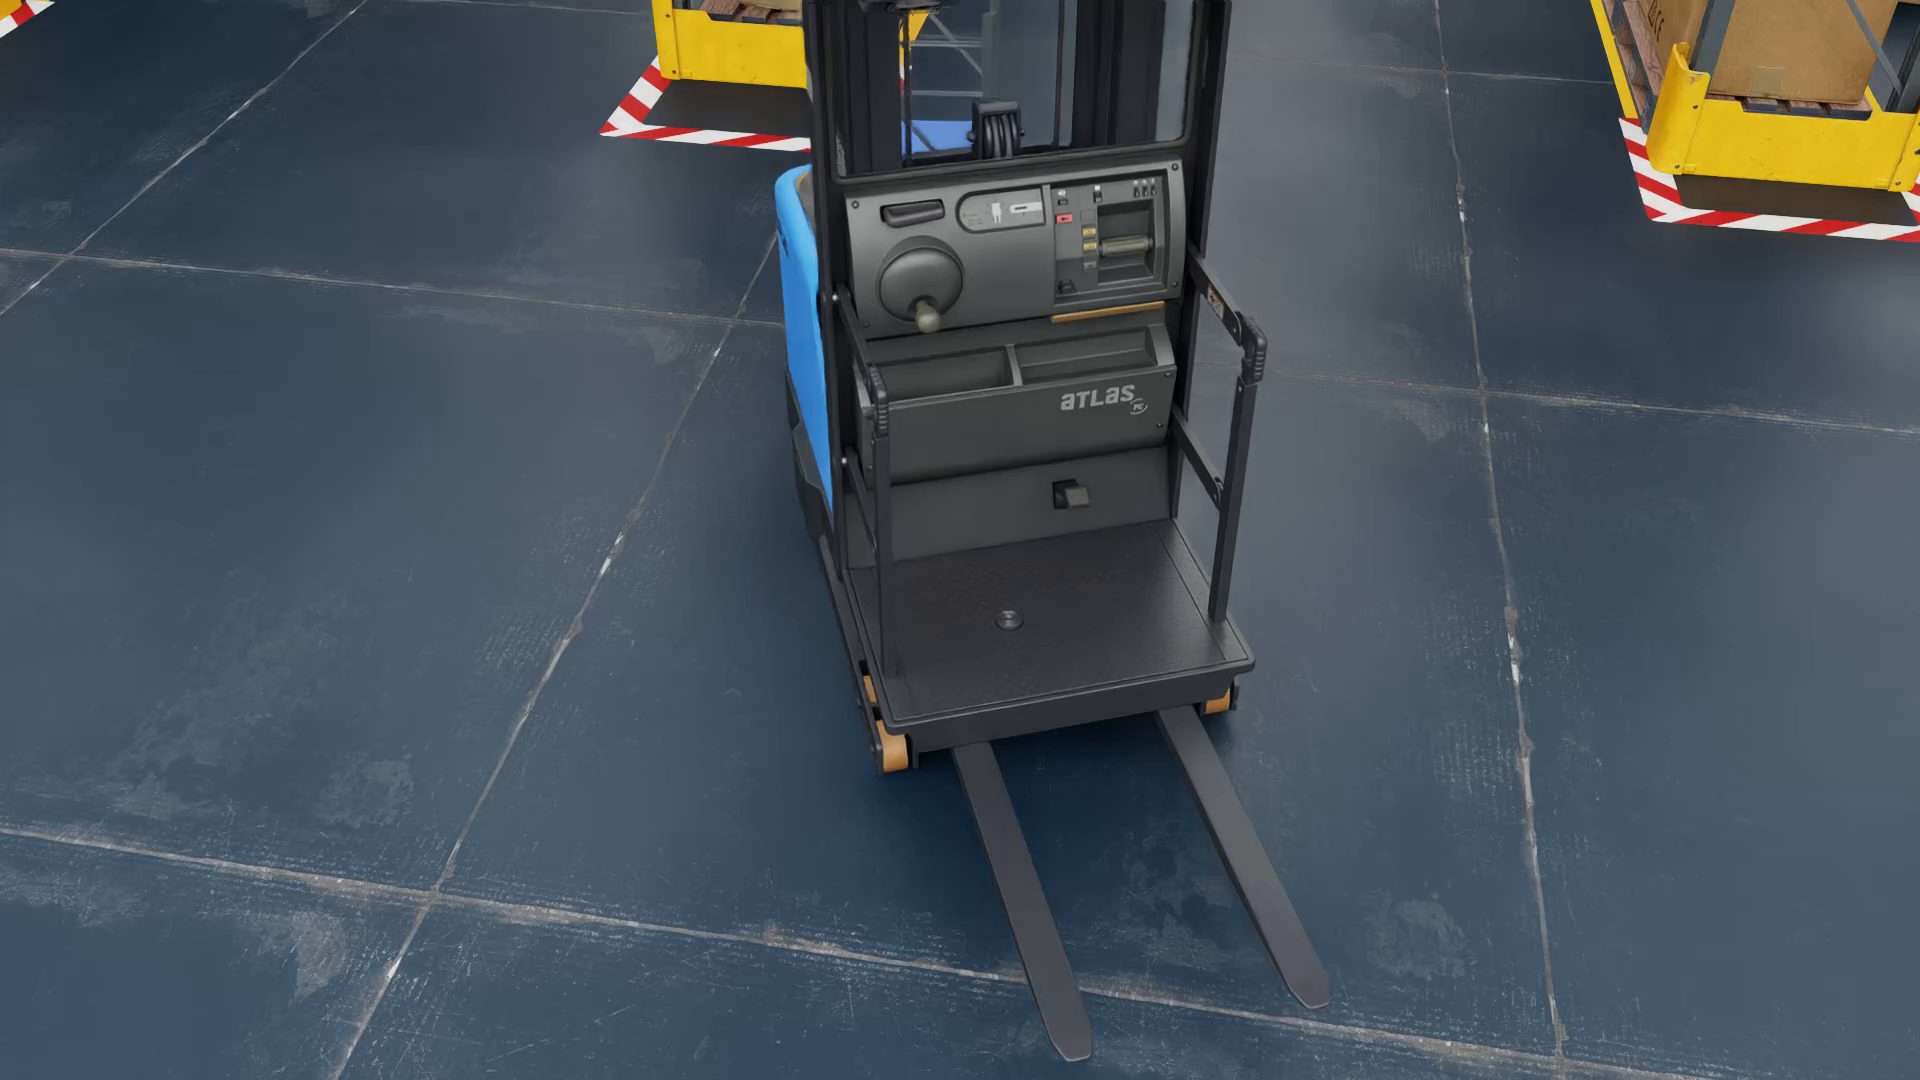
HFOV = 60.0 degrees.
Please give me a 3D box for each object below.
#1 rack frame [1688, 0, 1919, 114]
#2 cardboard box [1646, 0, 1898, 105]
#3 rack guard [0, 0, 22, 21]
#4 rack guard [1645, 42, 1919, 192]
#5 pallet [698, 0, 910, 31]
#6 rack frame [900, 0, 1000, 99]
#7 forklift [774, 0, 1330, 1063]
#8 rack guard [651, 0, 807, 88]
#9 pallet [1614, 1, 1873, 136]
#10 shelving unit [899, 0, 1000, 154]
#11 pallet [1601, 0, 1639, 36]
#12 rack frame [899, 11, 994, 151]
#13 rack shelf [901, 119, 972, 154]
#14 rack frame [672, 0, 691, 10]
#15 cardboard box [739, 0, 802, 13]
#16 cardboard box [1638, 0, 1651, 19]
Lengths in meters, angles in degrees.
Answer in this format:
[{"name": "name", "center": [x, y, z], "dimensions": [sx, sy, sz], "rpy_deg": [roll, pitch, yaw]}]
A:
[{"name": "rack frame", "center": [3.882, -2.949, 6.962], "dimensions": [1.000, 3.000, 0.127], "rpy_deg": [6, 40, 8]}, {"name": "cardboard box", "center": [3.934, -2.725, 8.029], "dimensions": [0.875, 0.875, 0.875], "rpy_deg": [7, 40, 8]}, {"name": "rack guard", "center": [-5.897, -3.195, 9.222], "dimensions": [1.175, 0.500, 0.348], "rpy_deg": [6, 40, 8]}, {"name": "rack guard", "center": [3.878, -1.970, 7.741], "dimensions": [1.175, 0.500, 0.348], "rpy_deg": [6, 40, 8]}, {"name": "pallet", "center": [-0.797, -3.038, 9.259], "dimensions": [1.003, 0.211, 1.213], "rpy_deg": [6, 40, 8]}, {"name": "rack frame", "center": [-0.093, -1.820, 6.774], "dimensions": [0.500, 1.500, 0.032], "rpy_deg": [2, 40, 2]}, {"name": "forklift", "center": [0.213, -0.716, 4.316], "dimensions": [1.130, 2.935, 3.031], "rpy_deg": [-9, 40, -11]}, {"name": "rack guard", "center": [-0.972, -2.643, 8.555], "dimensions": [1.175, 0.500, 0.348], "rpy_deg": [6, 40, 8]}, {"name": "pallet", "center": [3.944, -2.384, 8.468], "dimensions": [1.003, 0.211, 1.213], "rpy_deg": [6, 40, 8]}, {"name": "shelving unit", "center": [-0.116, -1.497, 6.383], "dimensions": [0.538, 1.500, 1.048], "rpy_deg": [2, 40, 2]}, {"name": "pallet", "center": [4.157, -3.148, 9.392], "dimensions": [1.003, 0.211, 1.213], "rpy_deg": [6, 40, 8]}, {"name": "rack frame", "center": [-0.139, -1.173, 5.992], "dimensions": [0.500, 1.500, 0.032], "rpy_deg": [2, 40, 2]}, {"name": "rack shelf", "center": [-0.116, -1.358, 6.498], "dimensions": [0.538, 0.185, 1.000], "rpy_deg": [2, 40, 2]}, {"name": "rack frame", "center": [-0.985, -3.559, 7.701], "dimensions": [1.000, 3.000, 0.127], "rpy_deg": [6, 40, 8]}, {"name": "cardboard box", "center": [-0.861, -3.148, 8.835], "dimensions": [0.500, 0.500, 0.500], "rpy_deg": [14, 41, 16]}, {"name": "cardboard box", "center": [4.085, -3.277, 8.697], "dimensions": [0.875, 0.875, 0.875], "rpy_deg": [6, 40, 7]}]
